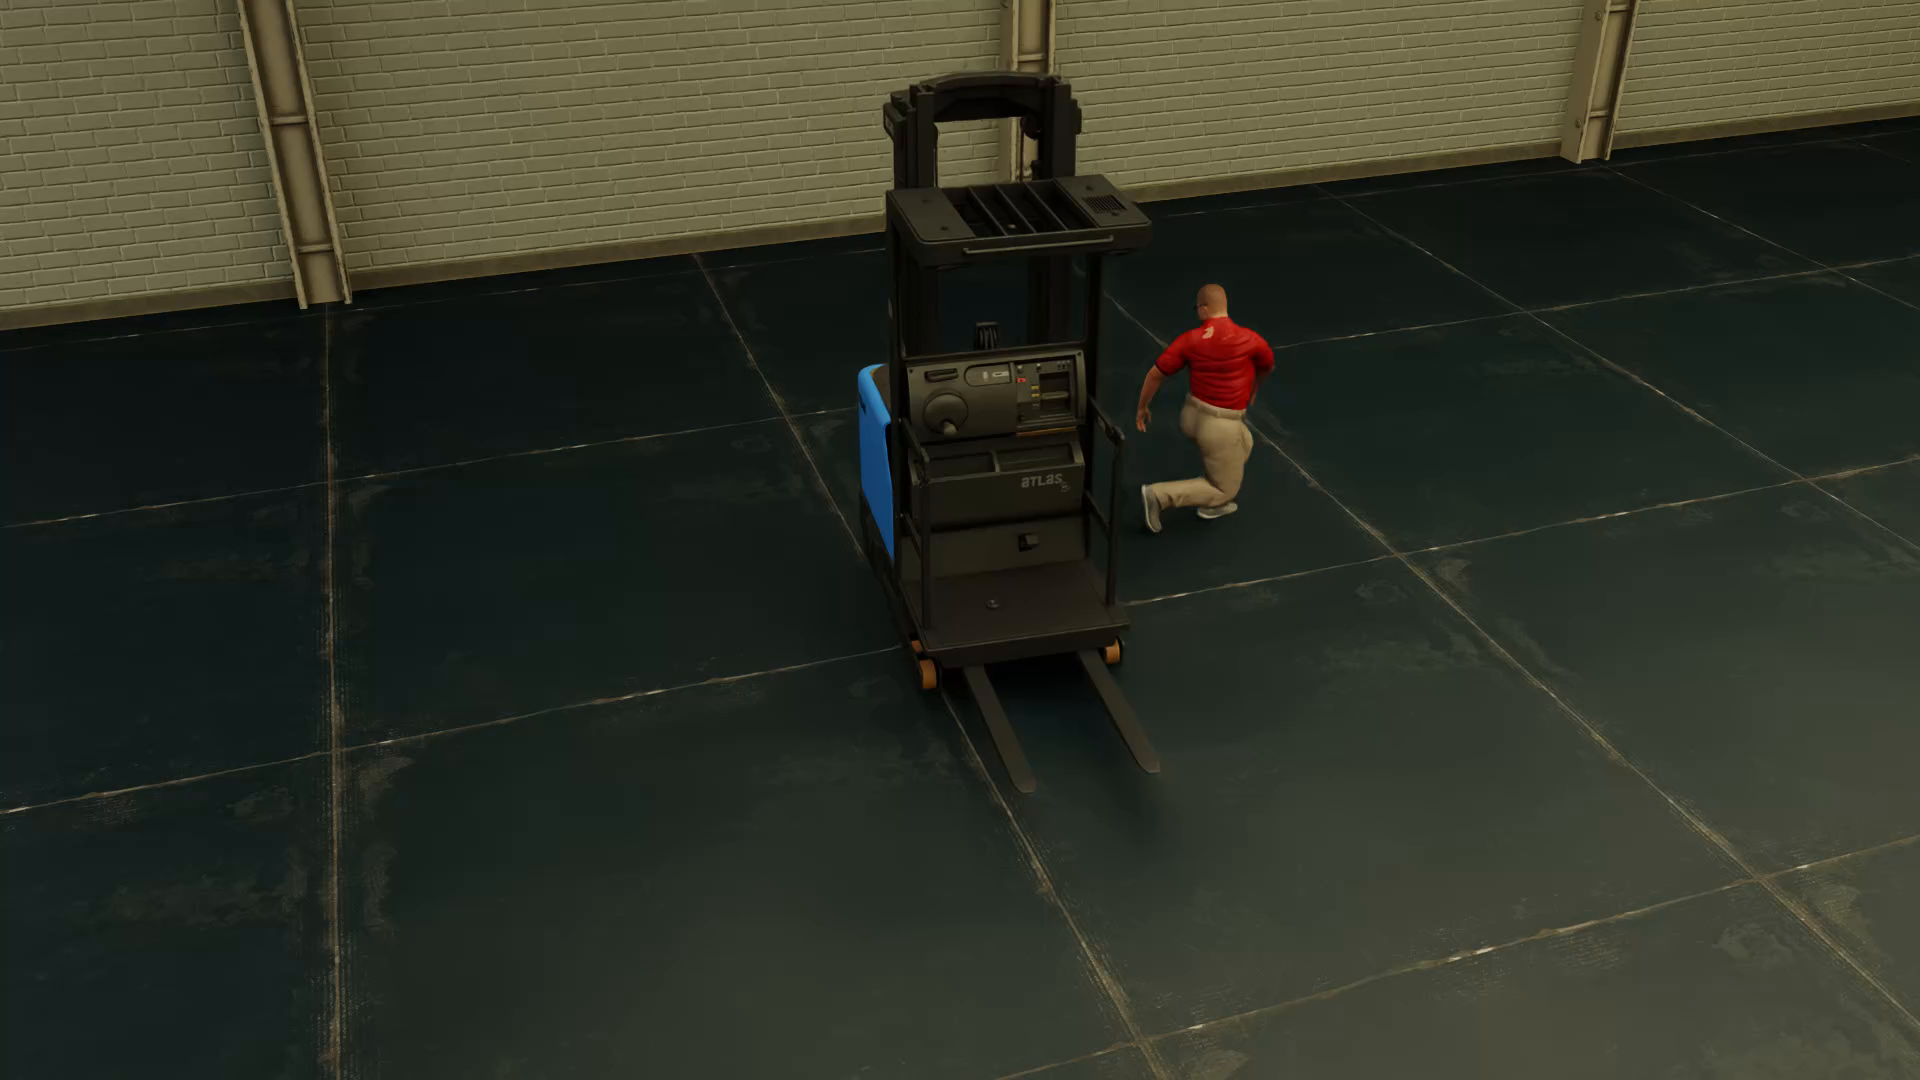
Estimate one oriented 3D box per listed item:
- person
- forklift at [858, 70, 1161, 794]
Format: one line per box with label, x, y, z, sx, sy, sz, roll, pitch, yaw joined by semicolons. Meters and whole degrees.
person;1.439;-0.772;9.919;0.896;1.509;0.636;-19;35;-30
forklift;0.244;-0.697;8.298;1.130;2.935;3.031;-7;31;-12
